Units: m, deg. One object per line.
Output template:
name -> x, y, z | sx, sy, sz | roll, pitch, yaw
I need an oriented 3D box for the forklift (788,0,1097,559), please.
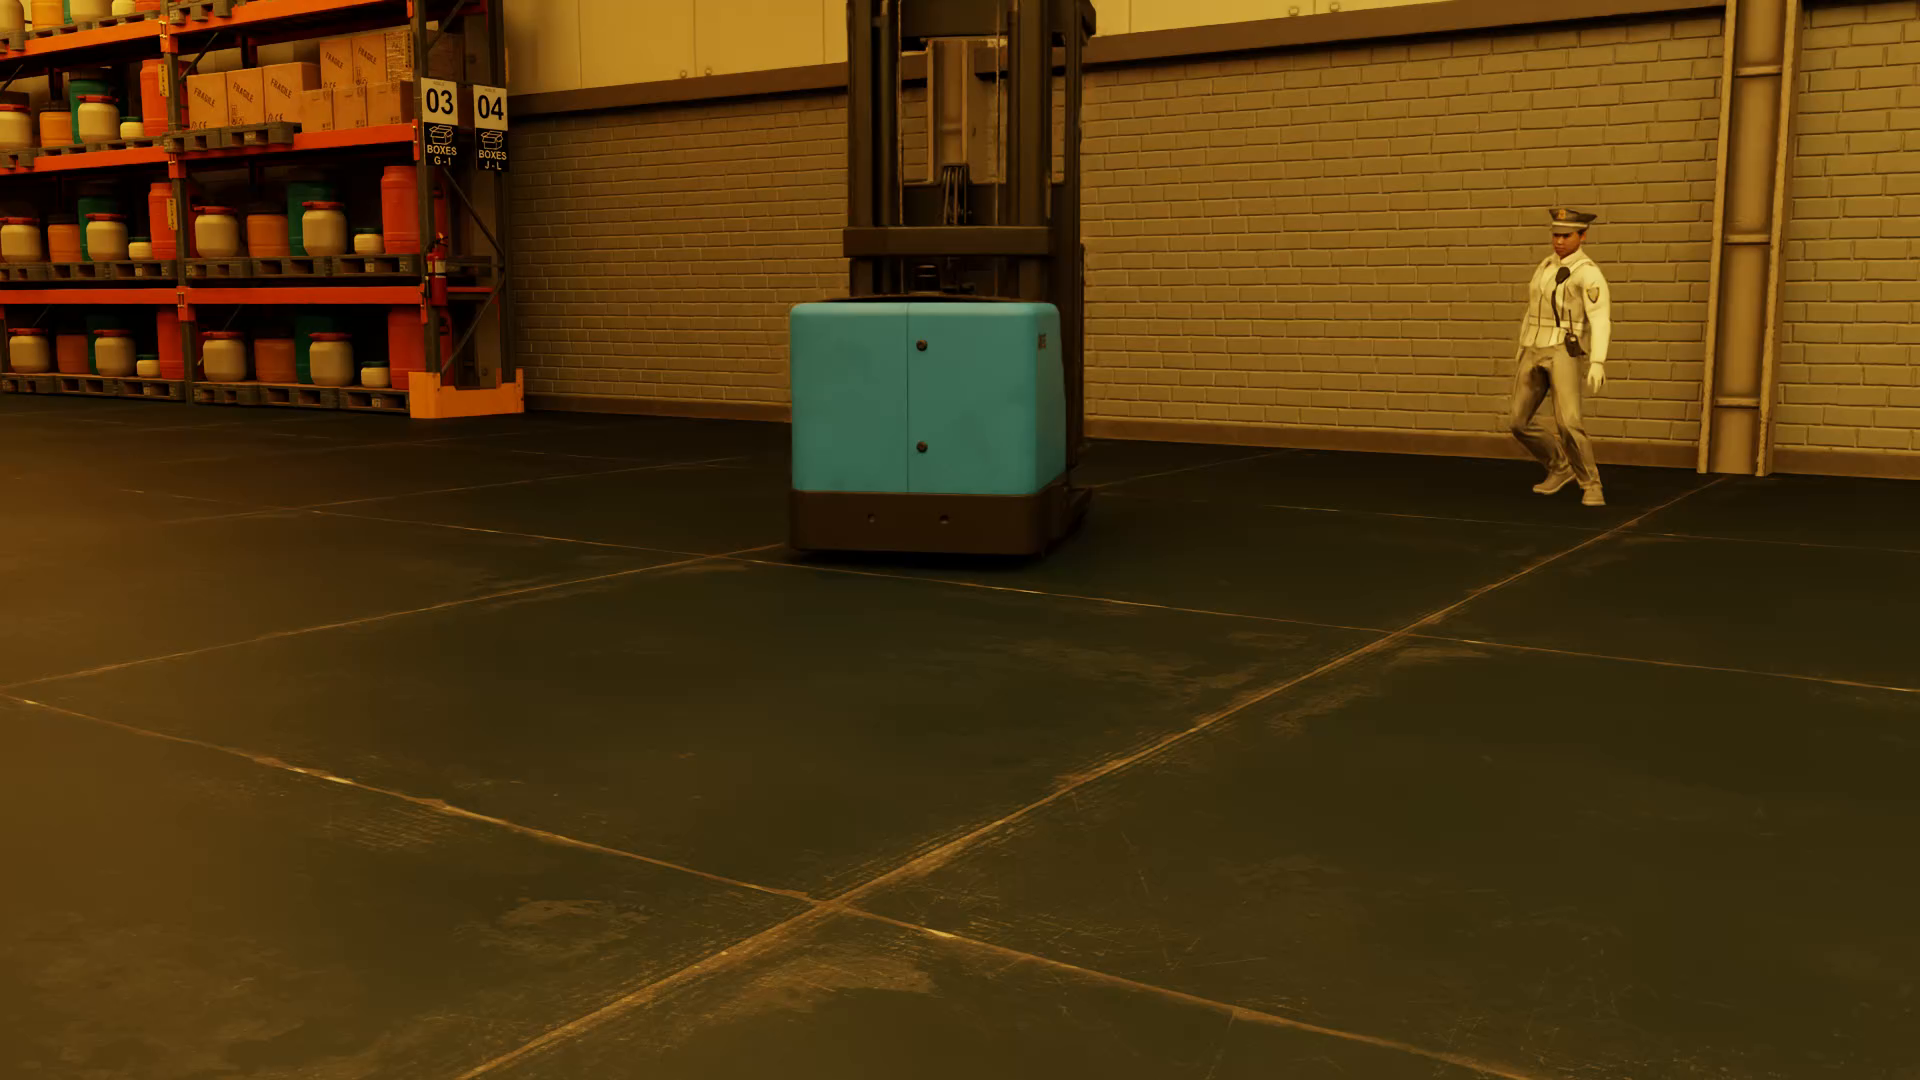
forklift -> 0.062, -1.540, 8.022 | 1.130, 2.935, 3.031 | 1, 8, 10

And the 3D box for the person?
person -> 3.329, -1.014, 9.163 | 0.448, 1.582, 0.812 | -2, 8, -17
